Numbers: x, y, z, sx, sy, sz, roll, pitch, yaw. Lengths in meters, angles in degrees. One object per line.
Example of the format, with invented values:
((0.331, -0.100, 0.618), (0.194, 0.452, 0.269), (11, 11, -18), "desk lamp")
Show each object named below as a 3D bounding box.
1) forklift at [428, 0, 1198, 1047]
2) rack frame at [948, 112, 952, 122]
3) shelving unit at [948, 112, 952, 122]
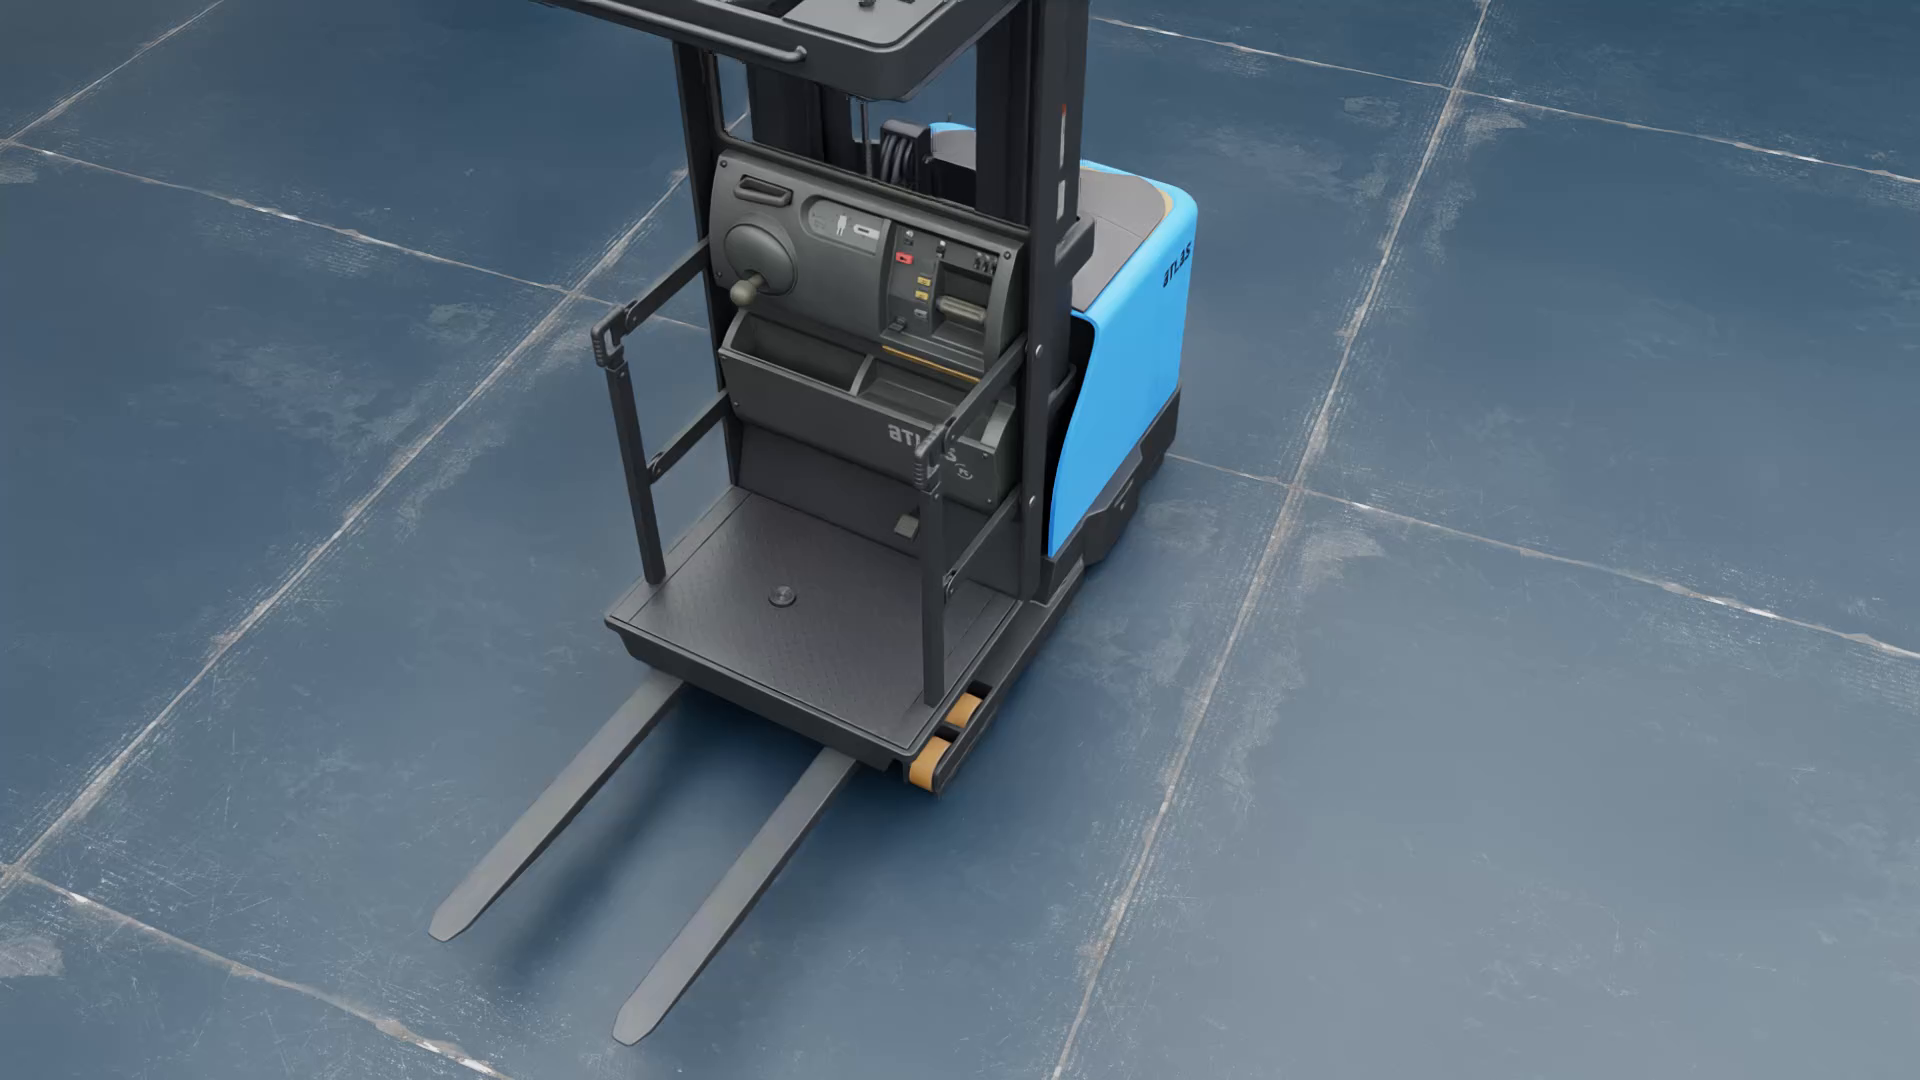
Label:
((-0.377, -0.659, 4.334), (1.130, 2.935, 3.031), (22, 49, 20), "forklift")
((-0.083, -1.157, 6.274), (0.006, 0.900, 0.240), (19, 48, 18), "rack frame")
((0.009, -1.125, 6.243), (0.210, 0.900, 0.258), (19, 48, 18), "shelving unit")
